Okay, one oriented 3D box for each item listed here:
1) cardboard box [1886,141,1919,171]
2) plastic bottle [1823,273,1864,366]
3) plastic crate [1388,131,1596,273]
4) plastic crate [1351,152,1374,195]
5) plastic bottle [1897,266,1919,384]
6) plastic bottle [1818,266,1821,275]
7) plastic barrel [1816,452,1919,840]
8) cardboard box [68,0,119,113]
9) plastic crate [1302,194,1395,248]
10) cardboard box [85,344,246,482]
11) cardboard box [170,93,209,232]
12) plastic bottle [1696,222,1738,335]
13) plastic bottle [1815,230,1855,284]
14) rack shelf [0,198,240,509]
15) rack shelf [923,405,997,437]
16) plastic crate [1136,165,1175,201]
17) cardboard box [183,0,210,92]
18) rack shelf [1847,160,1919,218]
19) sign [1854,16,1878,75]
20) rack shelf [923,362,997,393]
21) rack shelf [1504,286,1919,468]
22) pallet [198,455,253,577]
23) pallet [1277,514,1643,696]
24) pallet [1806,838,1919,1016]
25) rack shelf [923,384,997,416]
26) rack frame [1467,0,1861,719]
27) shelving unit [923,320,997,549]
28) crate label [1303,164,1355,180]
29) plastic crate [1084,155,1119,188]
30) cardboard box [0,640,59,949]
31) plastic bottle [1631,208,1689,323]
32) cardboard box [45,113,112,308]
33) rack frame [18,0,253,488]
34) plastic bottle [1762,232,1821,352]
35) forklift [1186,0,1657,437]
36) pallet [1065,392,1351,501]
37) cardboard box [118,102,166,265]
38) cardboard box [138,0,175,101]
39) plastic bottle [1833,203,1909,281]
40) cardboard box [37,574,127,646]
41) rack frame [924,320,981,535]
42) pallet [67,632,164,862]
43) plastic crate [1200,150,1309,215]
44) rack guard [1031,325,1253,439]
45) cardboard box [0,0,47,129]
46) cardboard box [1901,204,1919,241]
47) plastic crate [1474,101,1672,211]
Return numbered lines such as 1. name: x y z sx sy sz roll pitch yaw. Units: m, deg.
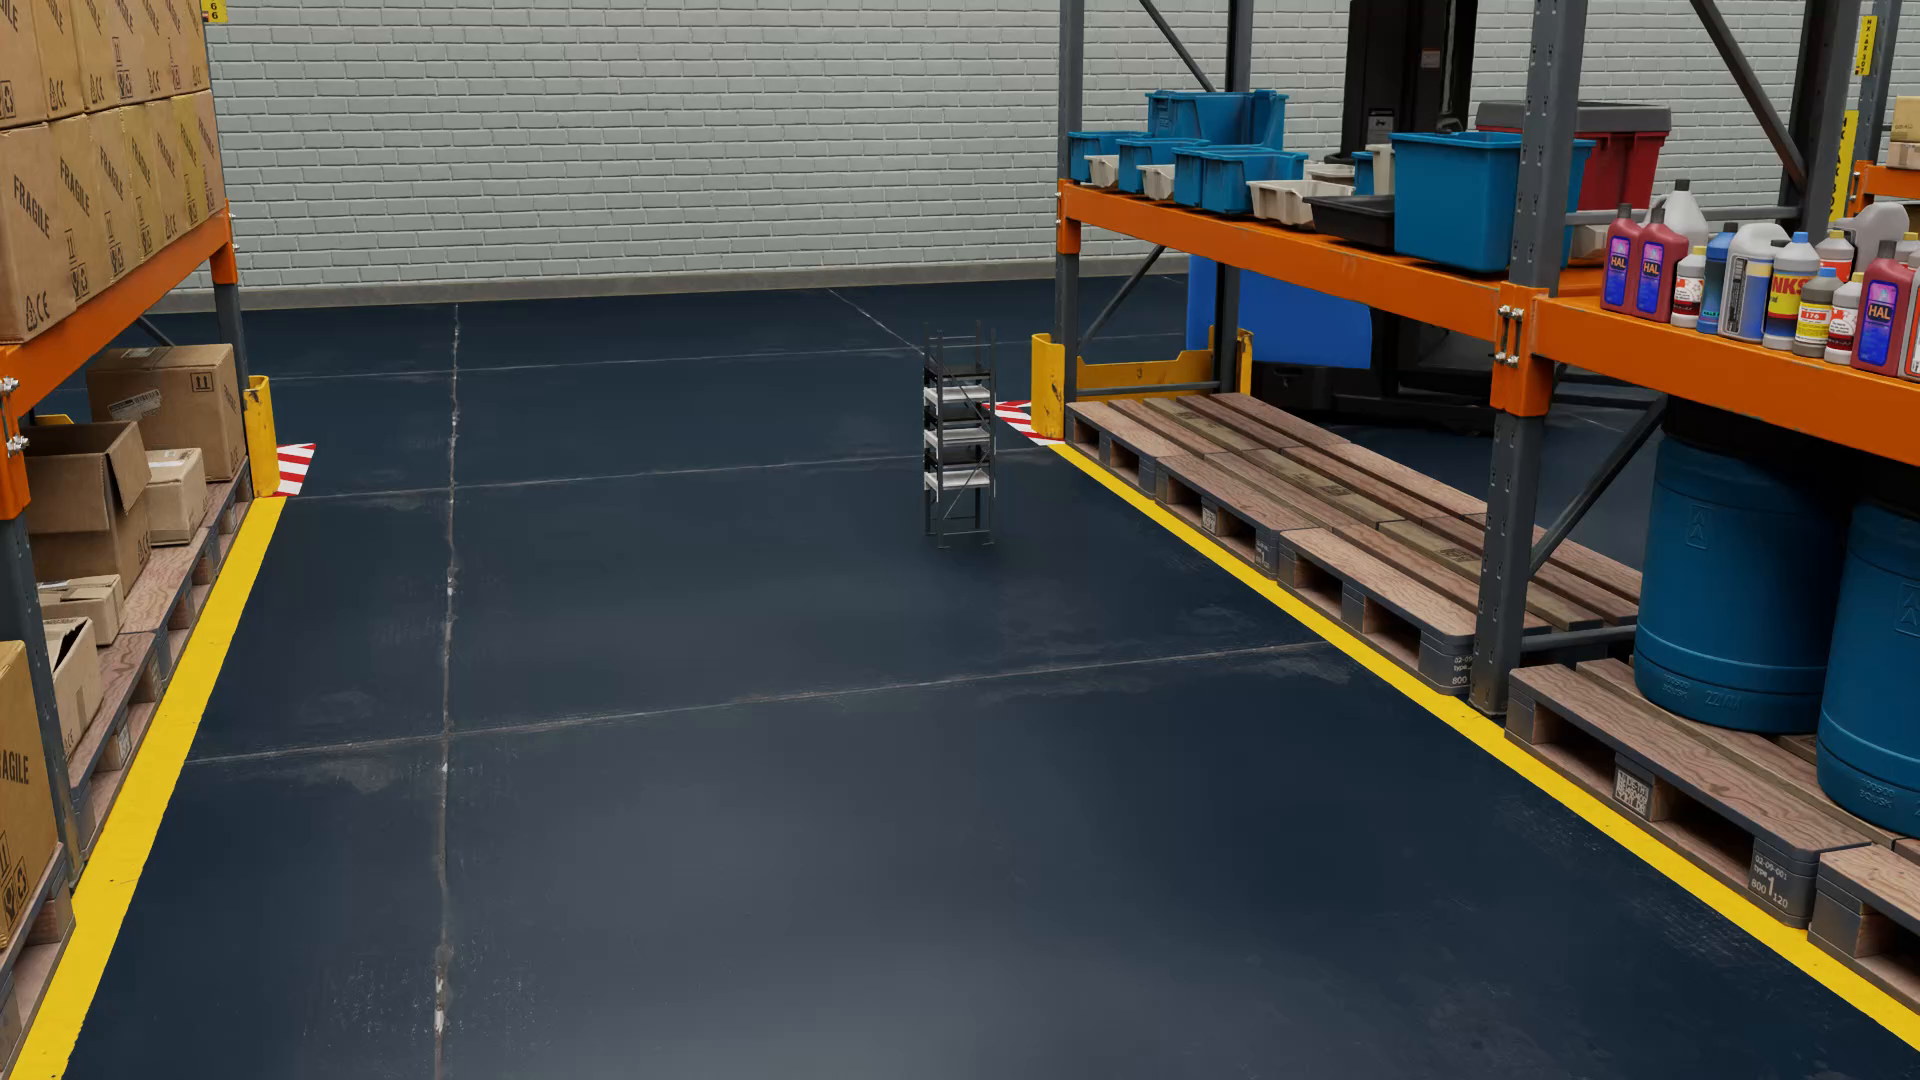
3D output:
1. cardboard box: 5.537 -2.195 9.483 0.380 0.149 0.250 -4 17 -15
2. plastic bottle: 2.014 -0.499 3.745 0.097 0.201 0.097 0 17 0
3. plastic crate: 1.637 -1.065 5.207 0.392 0.384 0.575 -5 17 -15
4. plastic crate: 1.805 -1.449 6.748 0.416 0.233 0.300 -5 17 -15
5. plastic bottle: 2.109 -0.468 3.512 0.152 0.276 0.135 -5 17 -15
6. plastic bottle: 2.070 -0.602 4.088 0.097 0.201 0.097 0 17 0
7. plastic barrel: 2.421 0.210 3.957 0.600 0.901 0.708 -5 17 -15
8. cardboard box: -2.812 -1.515 4.871 0.500 0.500 0.500 -5 17 -17
9. plastic crate: 1.528 -1.127 5.864 0.437 0.125 0.590 -5 17 -15
10. cardboard box: -3.383 -0.540 7.117 0.500 0.500 0.500 -5 17 -15
11. cardboard box: -3.239 -1.460 6.424 0.500 0.500 0.500 -5 17 -15
12. plastic bottle: 1.897 -0.651 4.128 0.097 0.271 0.097 0 17 0
13. plastic bottle: 2.398 -0.748 4.574 0.097 0.201 0.097 0 17 0
14. rack shelf: -3.220 -0.760 5.518 1.077 0.370 4.000 -5 17 -15
15. rack shelf: -0.002 -0.488 6.814 0.258 0.077 0.200 -5 17 -15
16. plastic crate: 0.941 -1.573 7.330 0.250 0.136 0.298 -5 17 -15
17. cardboard box: -3.383 -2.083 6.761 0.500 0.500 0.500 -5 17 -16
18. rack shelf: 6.306 -1.542 8.122 1.077 0.370 4.000 -5 17 -15
19. sign: 5.221 -2.850 9.584 0.100 0.325 0.005 -5 17 -15
20. rack shelf: -0.002 -0.660 6.762 0.258 0.077 0.200 -5 17 -15
21. rack shelf: 2.643 -0.044 3.135 1.077 0.370 4.000 -5 17 -15
22. pallet: -3.529 -0.081 6.854 1.003 0.211 1.213 -5 17 -15
23. pallet: 1.854 0.193 5.941 1.003 0.211 1.213 -5 17 -15
24. pallet: 2.604 0.949 3.427 1.003 0.211 1.213 -5 17 -15
25. rack shelf: -0.002 -0.574 6.788 0.258 0.077 0.200 -5 17 -15
26. rack frame: 2.094 -0.942 4.873 1.000 3.000 0.127 -5 17 -15
27. shelving unit: -0.002 -0.433 6.830 0.258 0.900 0.210 -5 17 -15
28. crate label: 1.558 -1.583 7.362 0.396 0.136 0.243 -5 17 -15
29. plastic crate: 0.754 -1.761 7.955 0.250 0.136 0.298 -5 17 -15
30. cardboard box: -2.259 0.549 3.490 0.500 0.500 0.500 -5 17 -16
31. plastic bottle: 1.821 -0.714 4.317 0.061 0.283 0.133 -5 17 -15
32. cardboard box: -2.692 -0.903 4.570 0.500 0.500 0.500 -4 17 -14
33. rack frame: -3.769 -1.658 7.256 1.000 3.000 0.127 -5 17 -15
34. plastic bottle: 1.961 -0.587 3.914 0.097 0.271 0.097 0 17 0
35. forklift: 2.821 -2.100 8.849 3.031 2.935 1.130 7 18 23
36. pallet: 1.184 -0.482 8.188 1.003 0.211 1.213 -5 17 -15
37. cardboard box: -2.968 -1.182 5.499 0.500 0.500 0.500 -5 17 -16
38. cardboard box: -3.096 -1.800 5.819 0.500 0.500 0.500 -4 17 -14
39. plastic bottle: 2.513 -0.799 4.613 0.152 0.276 0.135 -5 17 -15
40. cardboard box: -2.825 0.223 5.155 0.380 0.166 0.250 -5 17 -15
41. rack frame: -0.030 -0.461 6.924 0.240 0.900 0.006 -5 17 -15
42. pallet: -2.858 0.594 4.607 1.003 0.211 1.213 -5 17 -15
43. plastic crate: 1.190 -1.455 6.769 0.416 0.233 0.300 -5 17 -15
44. rack guard: 0.975 -0.857 8.935 1.175 0.500 0.348 -5 17 -15
45. cardboard box: -2.529 -1.231 3.923 0.500 0.500 0.500 -4 17 -14
46. cardboard box: 6.009 -1.453 9.537 0.875 0.875 0.875 -5 17 -15
47. plastic crate: 2.089 -1.268 5.744 0.402 0.464 0.583 -5 17 -15
